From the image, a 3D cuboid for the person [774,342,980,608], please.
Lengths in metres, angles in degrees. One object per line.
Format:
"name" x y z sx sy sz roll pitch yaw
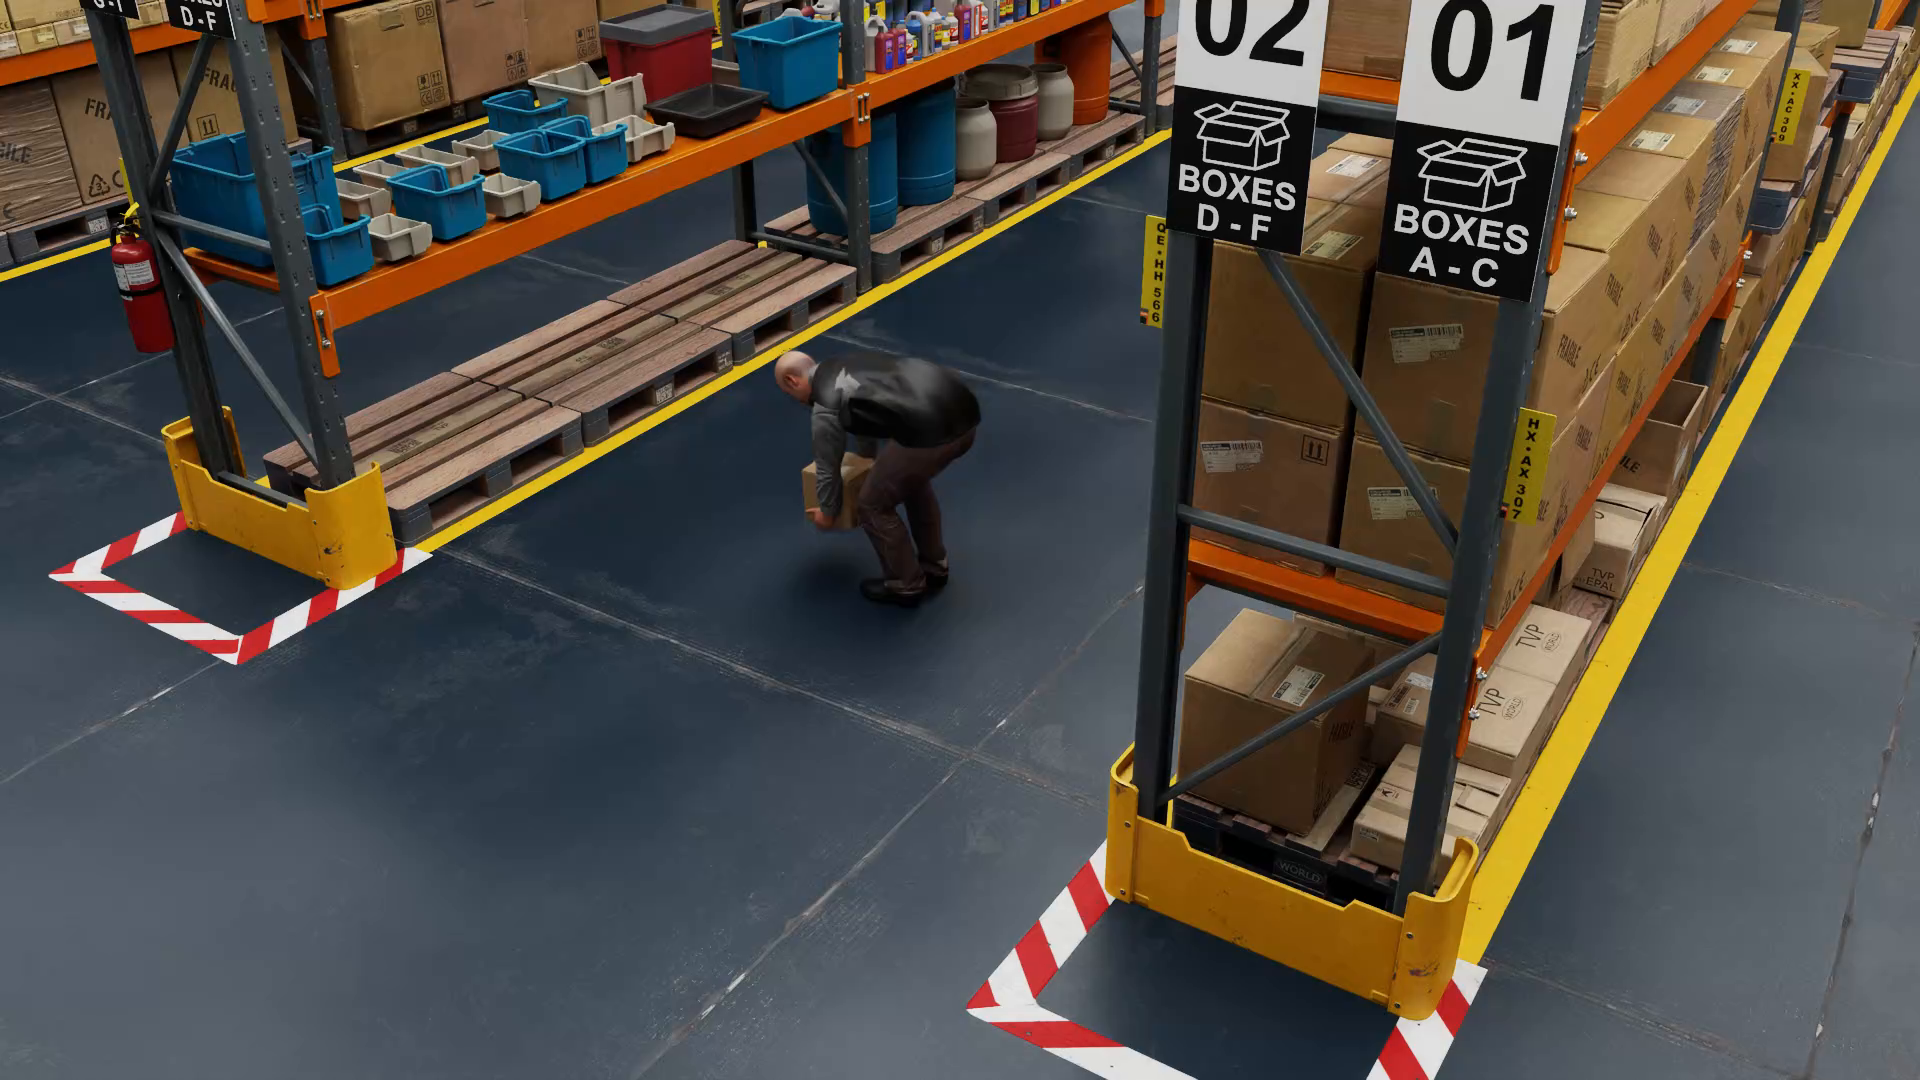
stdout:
"person" -0.385 -0.302 7.286 0.959 1.105 0.461 16 34 26
